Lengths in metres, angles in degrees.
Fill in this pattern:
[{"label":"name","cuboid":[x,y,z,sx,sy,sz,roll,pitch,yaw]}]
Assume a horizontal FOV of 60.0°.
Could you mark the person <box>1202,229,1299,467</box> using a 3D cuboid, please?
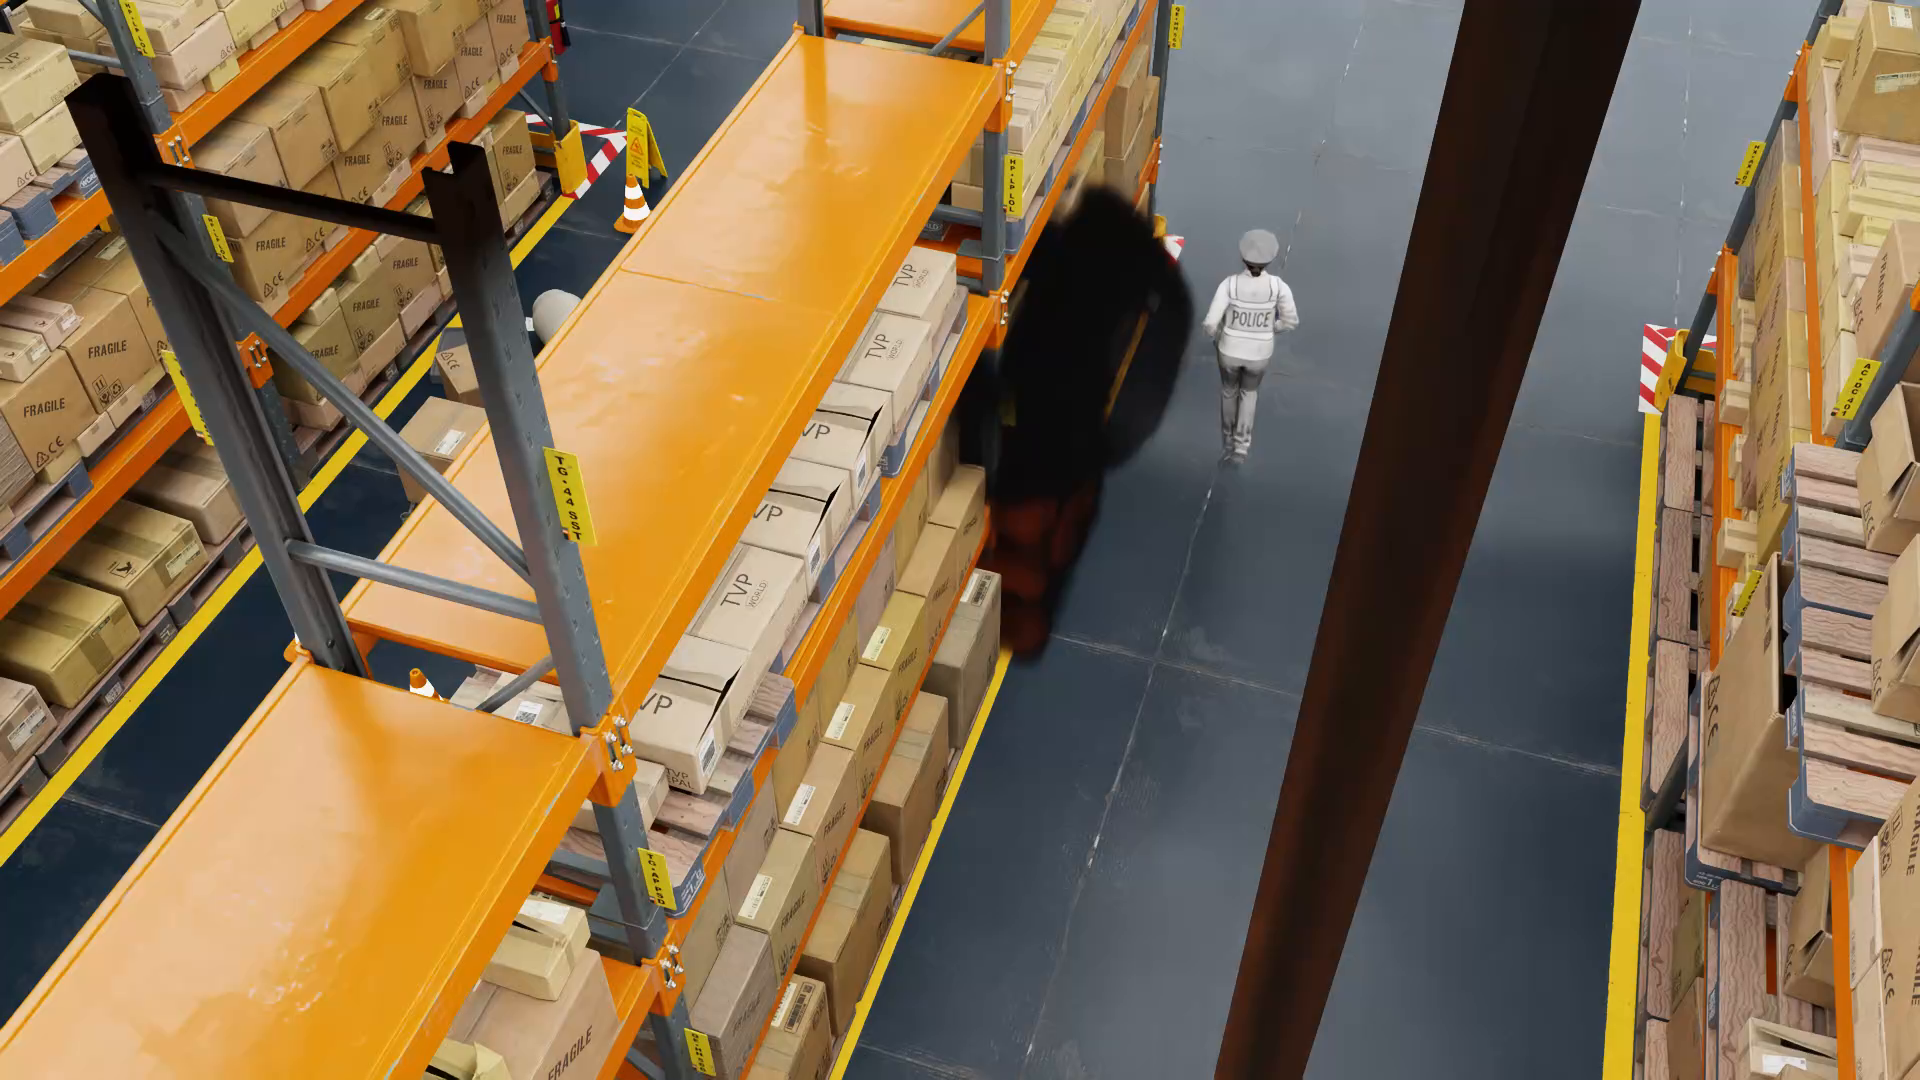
[{"label":"person","cuboid":[1.851,-1.193,10.777,0.613,1.649,0.583,6,46,6]}]
